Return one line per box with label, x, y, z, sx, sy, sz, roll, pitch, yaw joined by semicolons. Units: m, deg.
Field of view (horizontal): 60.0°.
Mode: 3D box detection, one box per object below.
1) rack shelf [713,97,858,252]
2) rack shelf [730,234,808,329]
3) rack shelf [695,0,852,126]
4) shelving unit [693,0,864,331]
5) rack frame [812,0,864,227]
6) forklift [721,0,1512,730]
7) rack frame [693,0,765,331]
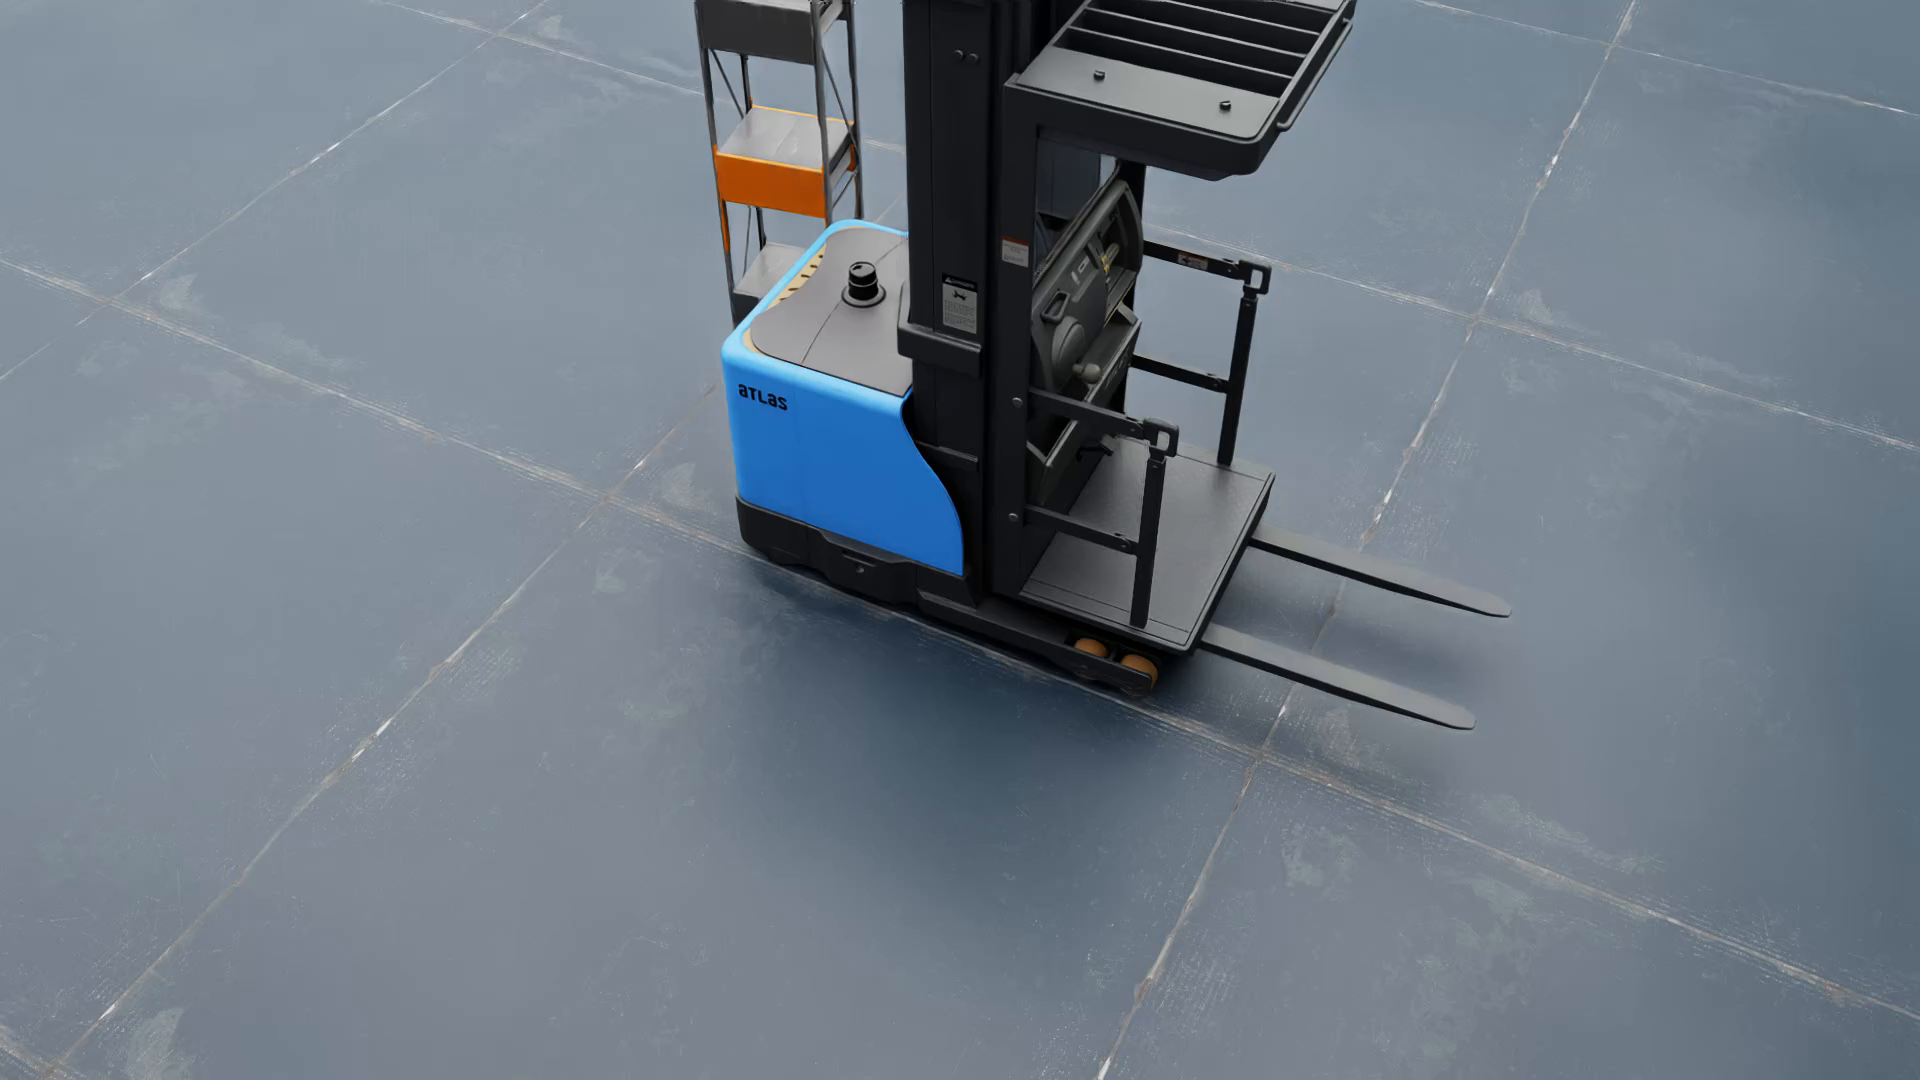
rack shelf;-0.721;-1.514;7.069;0.480;0.518;0.431;12;47;12
rack shelf;-0.721;-1.022;7.567;0.480;0.518;0.431;12;47;12
rack shelf;-0.721;-2.006;6.572;0.480;0.518;0.431;12;47;12
shelving unit;-0.721;-1.524;7.060;0.503;2.100;0.431;12;47;12
rack frame;-0.487;-1.473;7.009;0.015;2.100;0.400;12;47;12
forklift;0.637;-0.861;5.820;3.031;2.935;1.130;19;48;17
rack frame;-0.954;-1.575;7.110;0.015;2.100;0.400;12;47;12
